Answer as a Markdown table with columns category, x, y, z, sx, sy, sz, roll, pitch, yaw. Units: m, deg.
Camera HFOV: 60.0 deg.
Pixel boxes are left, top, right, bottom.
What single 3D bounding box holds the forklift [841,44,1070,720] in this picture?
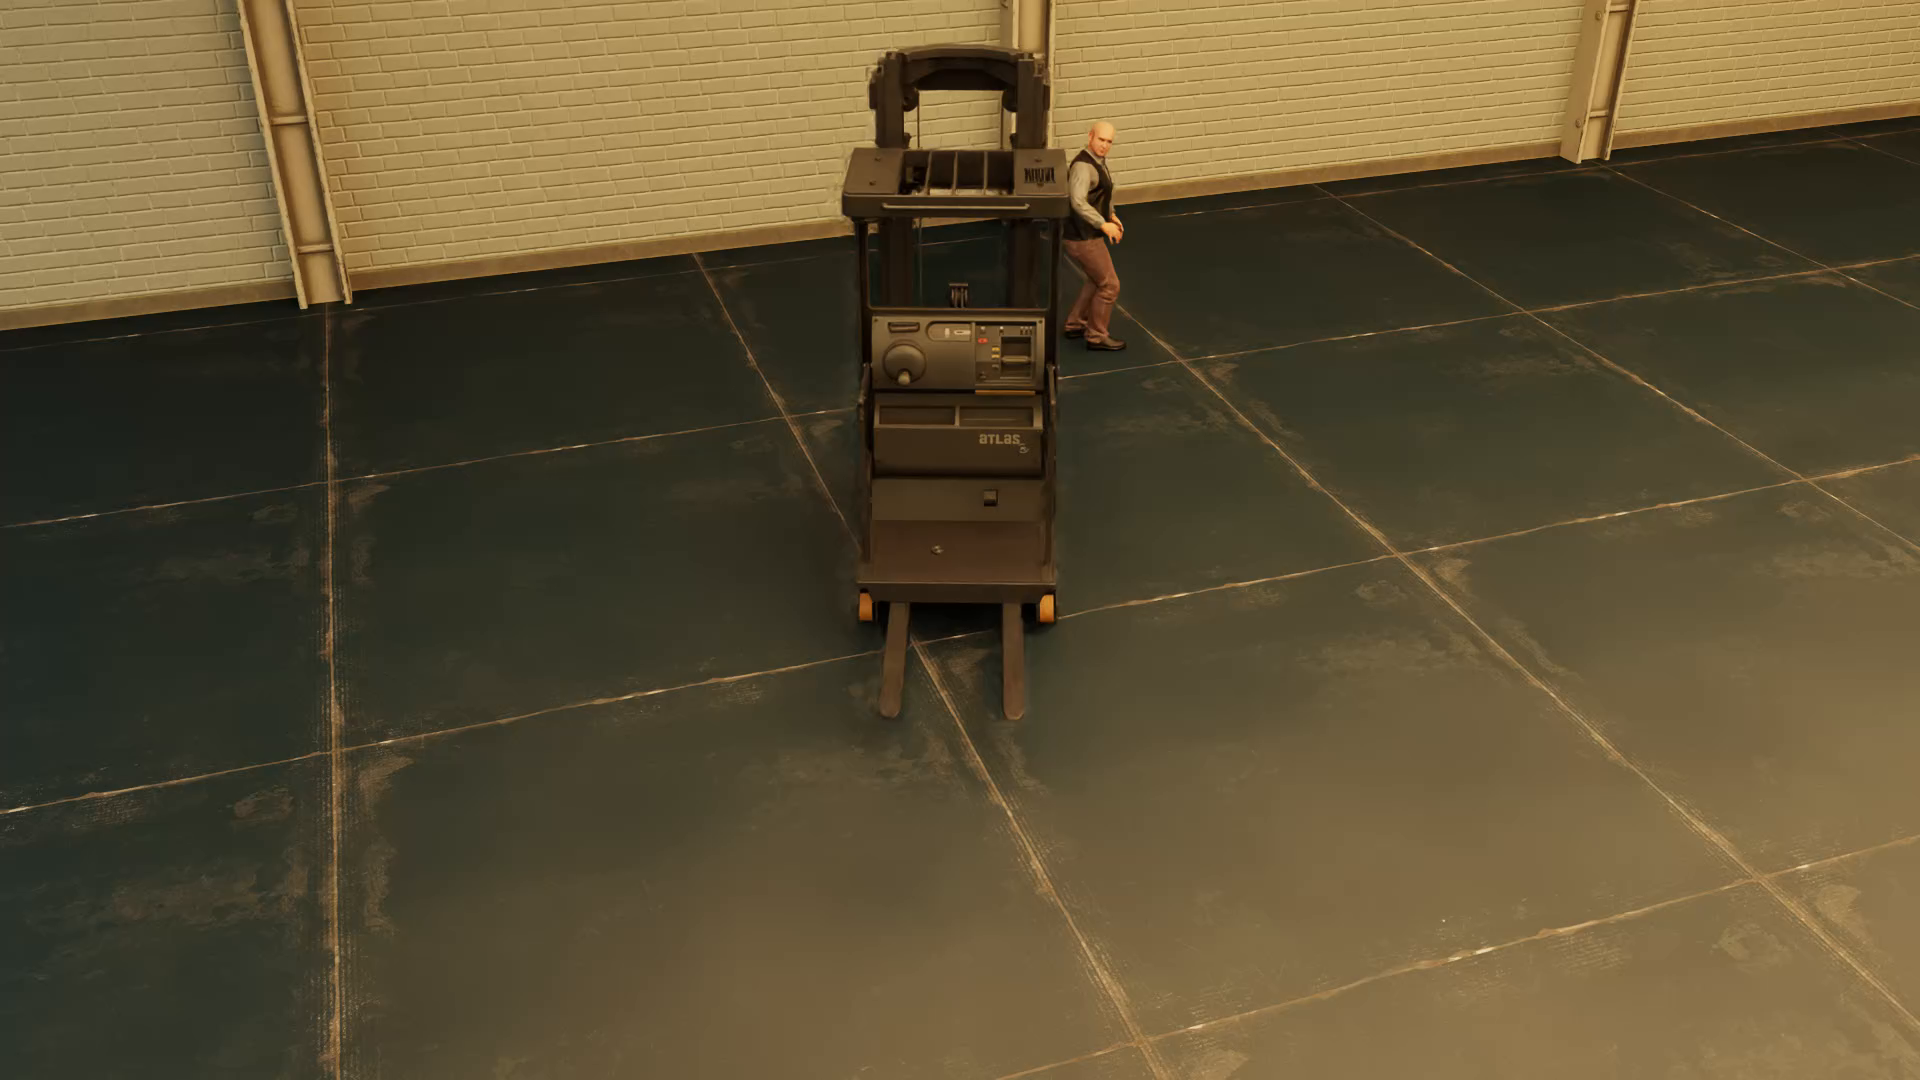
| category | x | y | z | sx | sy | sz | roll | pitch | yaw |
| --- | --- | --- | --- | --- | --- | --- | --- | --- | --- |
| forklift | -0.012 | -0.966 | 8.766 | 1.130 | 2.935 | 3.031 | 1 | 30 | 1 |

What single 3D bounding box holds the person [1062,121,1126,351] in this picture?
| category | x | y | z | sx | sy | sz | roll | pitch | yaw |
| --- | --- | --- | --- | --- | --- | --- | --- | --- | --- |
| person | 1.007 | -2.250 | 12.268 | 0.519 | 1.683 | 0.737 | 3 | 30 | 4 |
